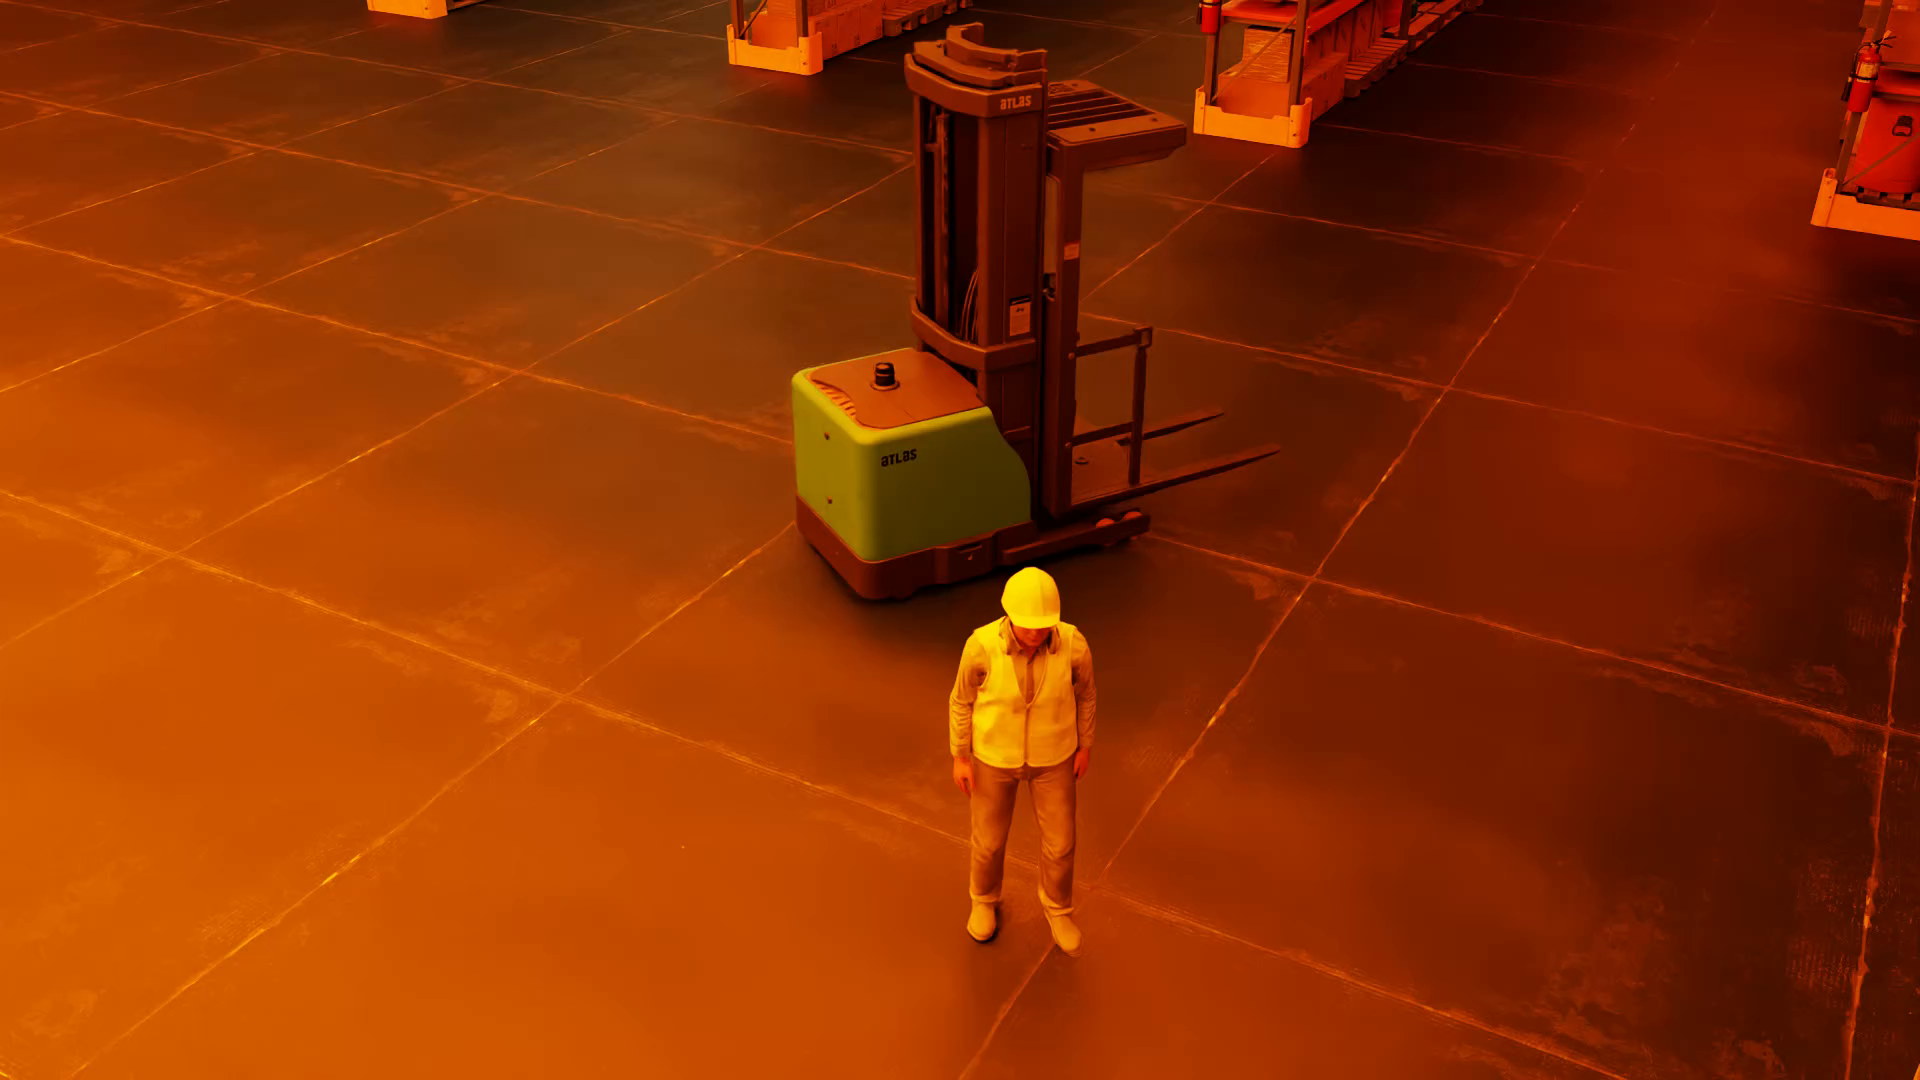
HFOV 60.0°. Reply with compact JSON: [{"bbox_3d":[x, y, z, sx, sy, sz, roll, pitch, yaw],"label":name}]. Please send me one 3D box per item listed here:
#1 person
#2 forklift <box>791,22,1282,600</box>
[{"bbox_3d":[0.257,0.876,6.731,0.595,1.782,0.463,-2,30,-3],"label":"person"},{"bbox_3d":[0.561,-1.445,9.575,3.031,2.935,1.130,-15,33,-24],"label":"forklift"}]
